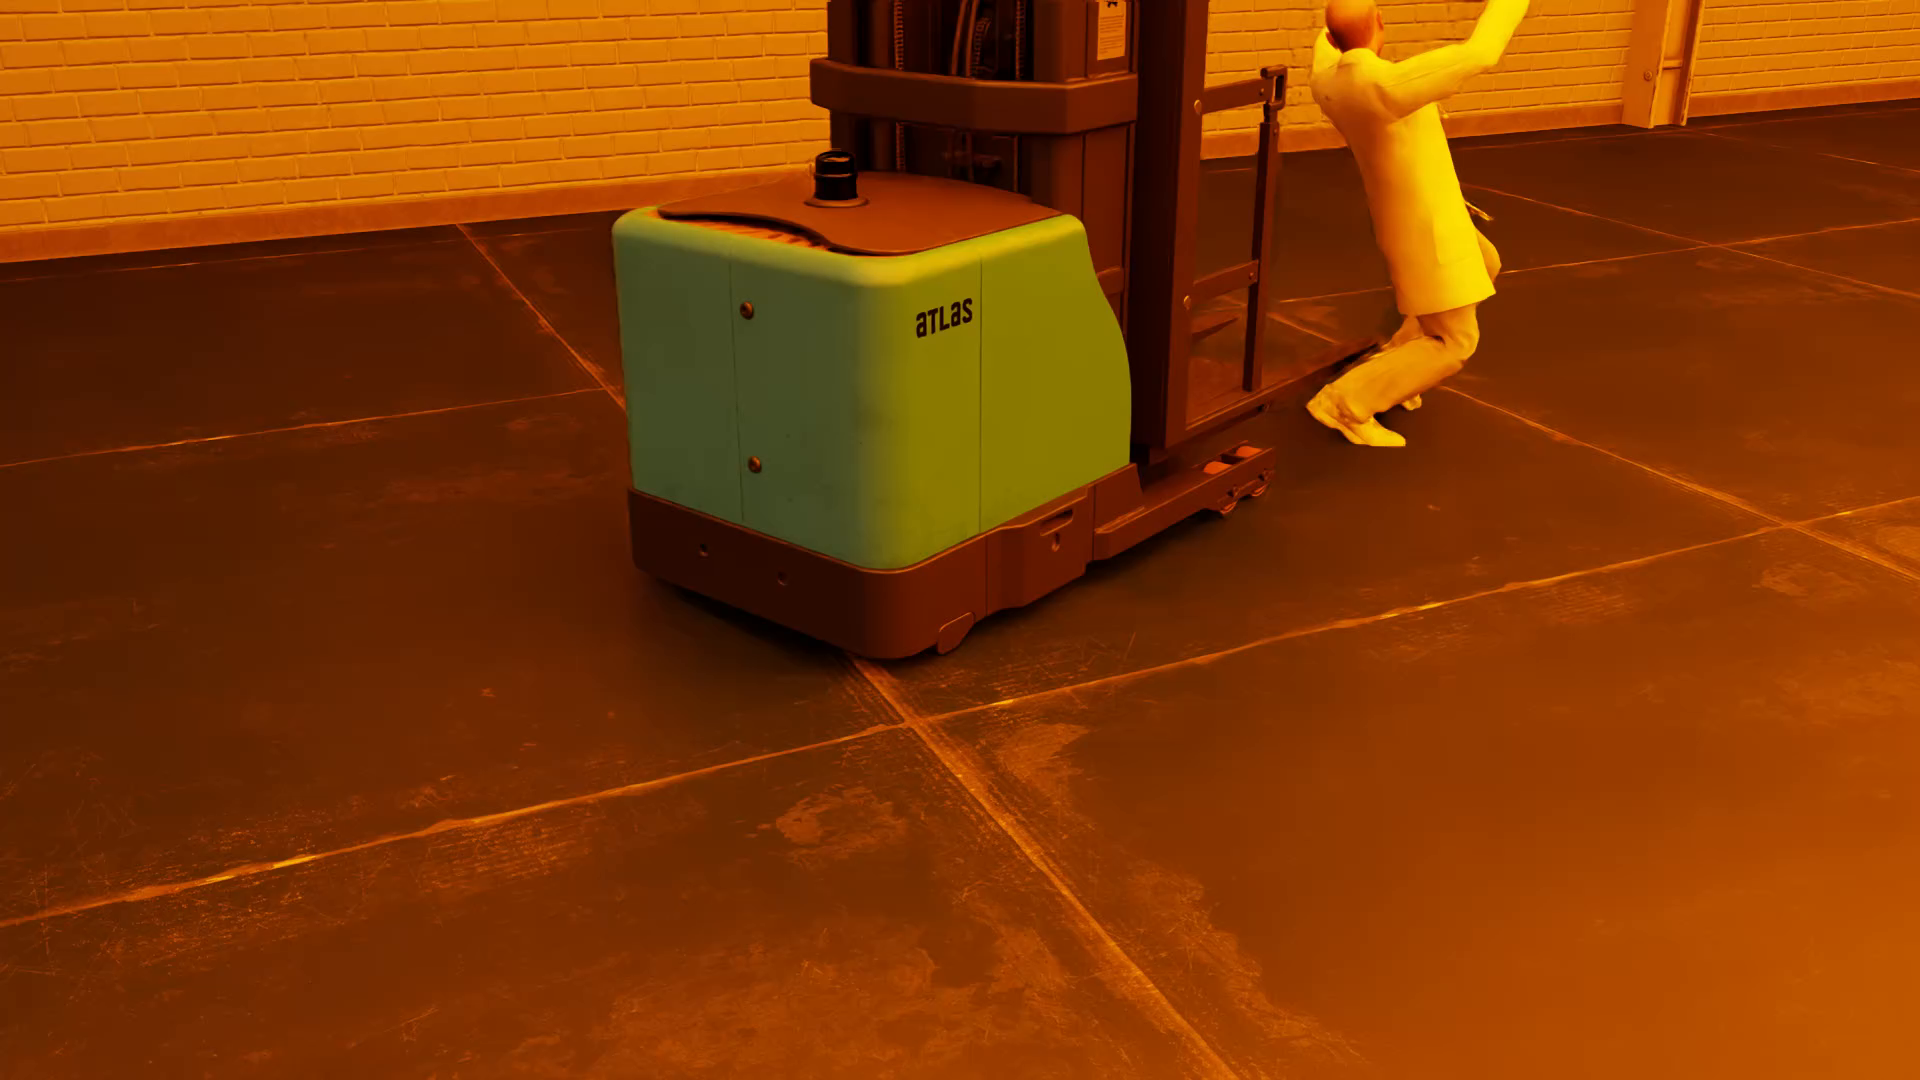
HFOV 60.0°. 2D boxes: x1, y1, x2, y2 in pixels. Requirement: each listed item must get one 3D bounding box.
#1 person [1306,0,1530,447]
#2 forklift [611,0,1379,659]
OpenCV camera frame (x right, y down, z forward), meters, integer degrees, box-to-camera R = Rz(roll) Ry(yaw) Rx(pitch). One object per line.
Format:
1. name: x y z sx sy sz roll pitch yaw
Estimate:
1. person: 1.598 -1.237 5.972 0.748 1.686 1.167 0 23 -1
2. forklift: 0.385 -1.545 5.005 1.130 2.935 3.031 18 28 36
